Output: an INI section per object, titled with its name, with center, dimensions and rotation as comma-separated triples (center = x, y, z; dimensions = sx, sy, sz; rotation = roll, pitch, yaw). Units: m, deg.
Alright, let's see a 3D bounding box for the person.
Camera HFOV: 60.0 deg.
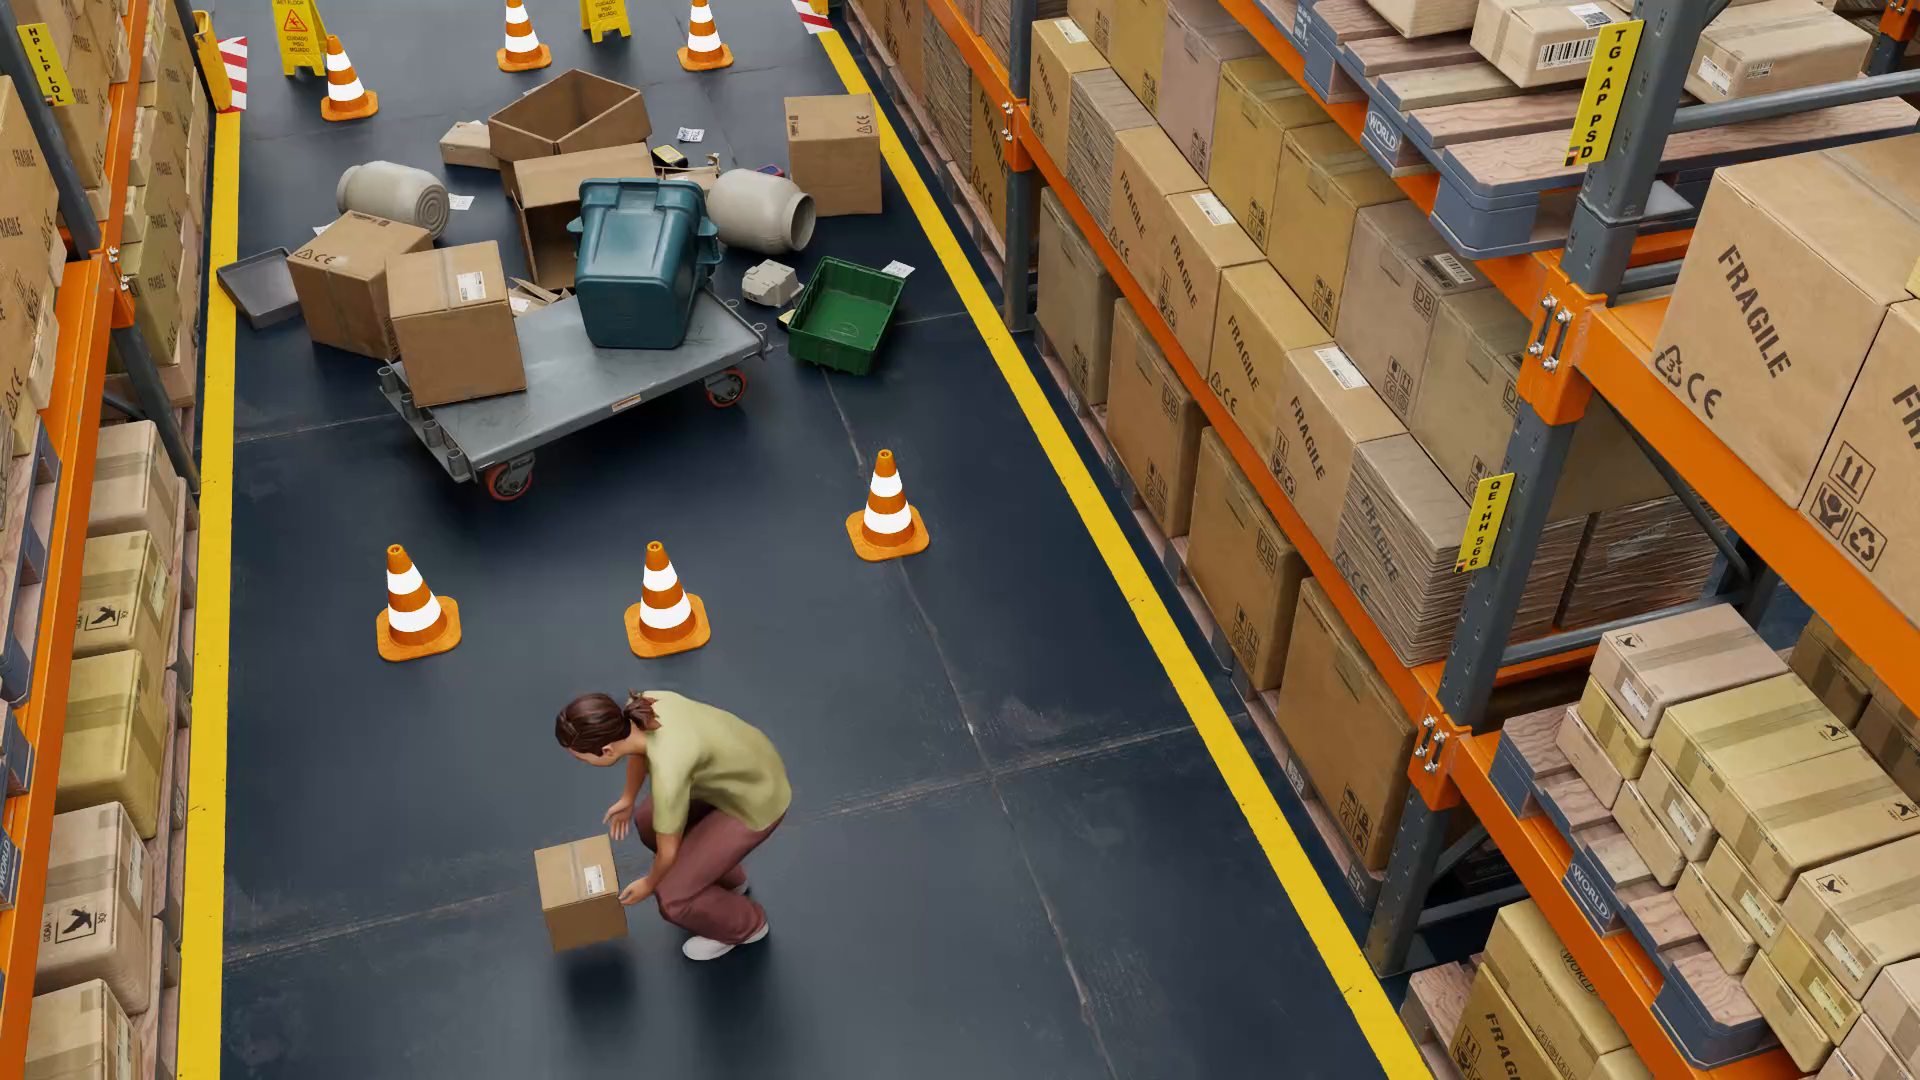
[person]
center = -0.895, 0.908, 5.465
dimensions = 0.692, 1.278, 0.512
rotation = -12, 44, -13
